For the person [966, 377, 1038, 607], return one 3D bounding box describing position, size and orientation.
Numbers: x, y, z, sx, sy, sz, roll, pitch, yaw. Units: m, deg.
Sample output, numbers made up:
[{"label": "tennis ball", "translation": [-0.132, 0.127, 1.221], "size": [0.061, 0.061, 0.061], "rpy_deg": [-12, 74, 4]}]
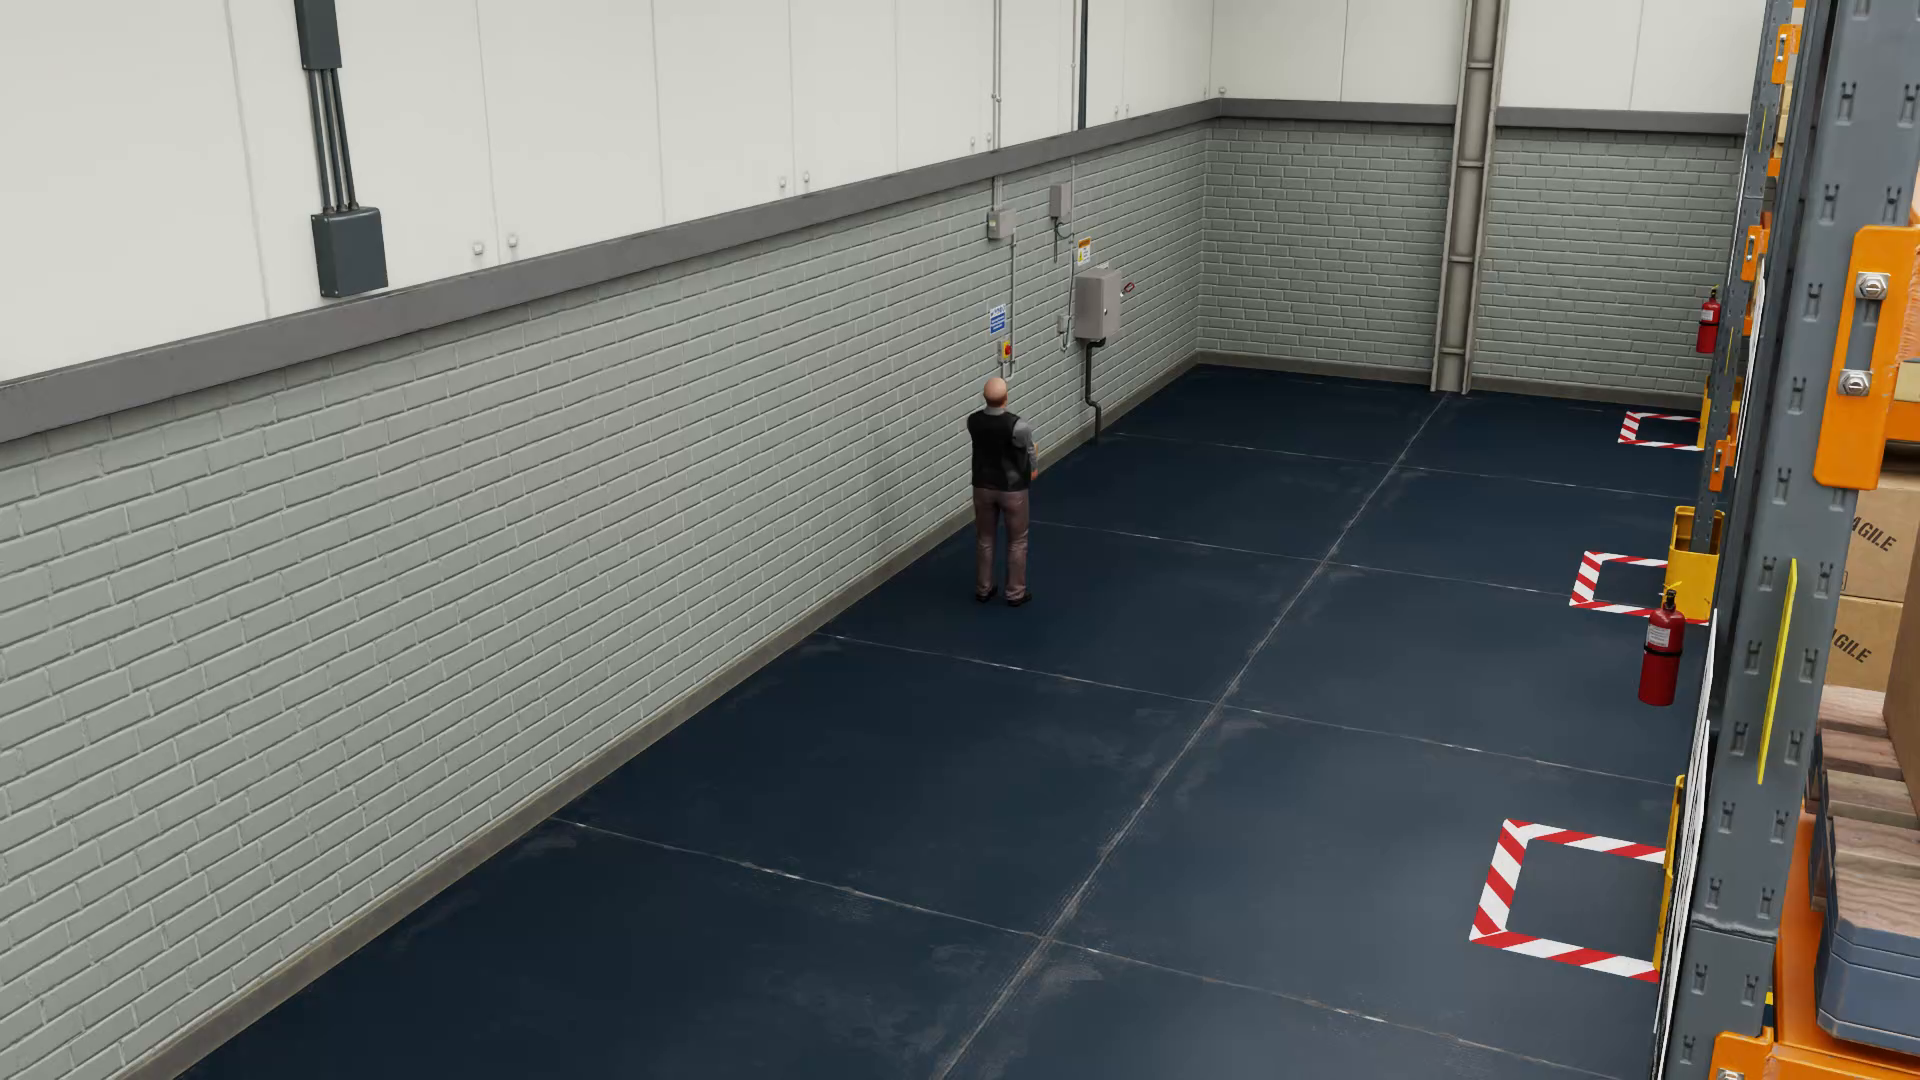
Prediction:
[{"label": "person", "translation": [0.325, -0.388, 12.247], "size": [0.496, 1.714, 0.550], "rpy_deg": [8, 21, 23]}]
